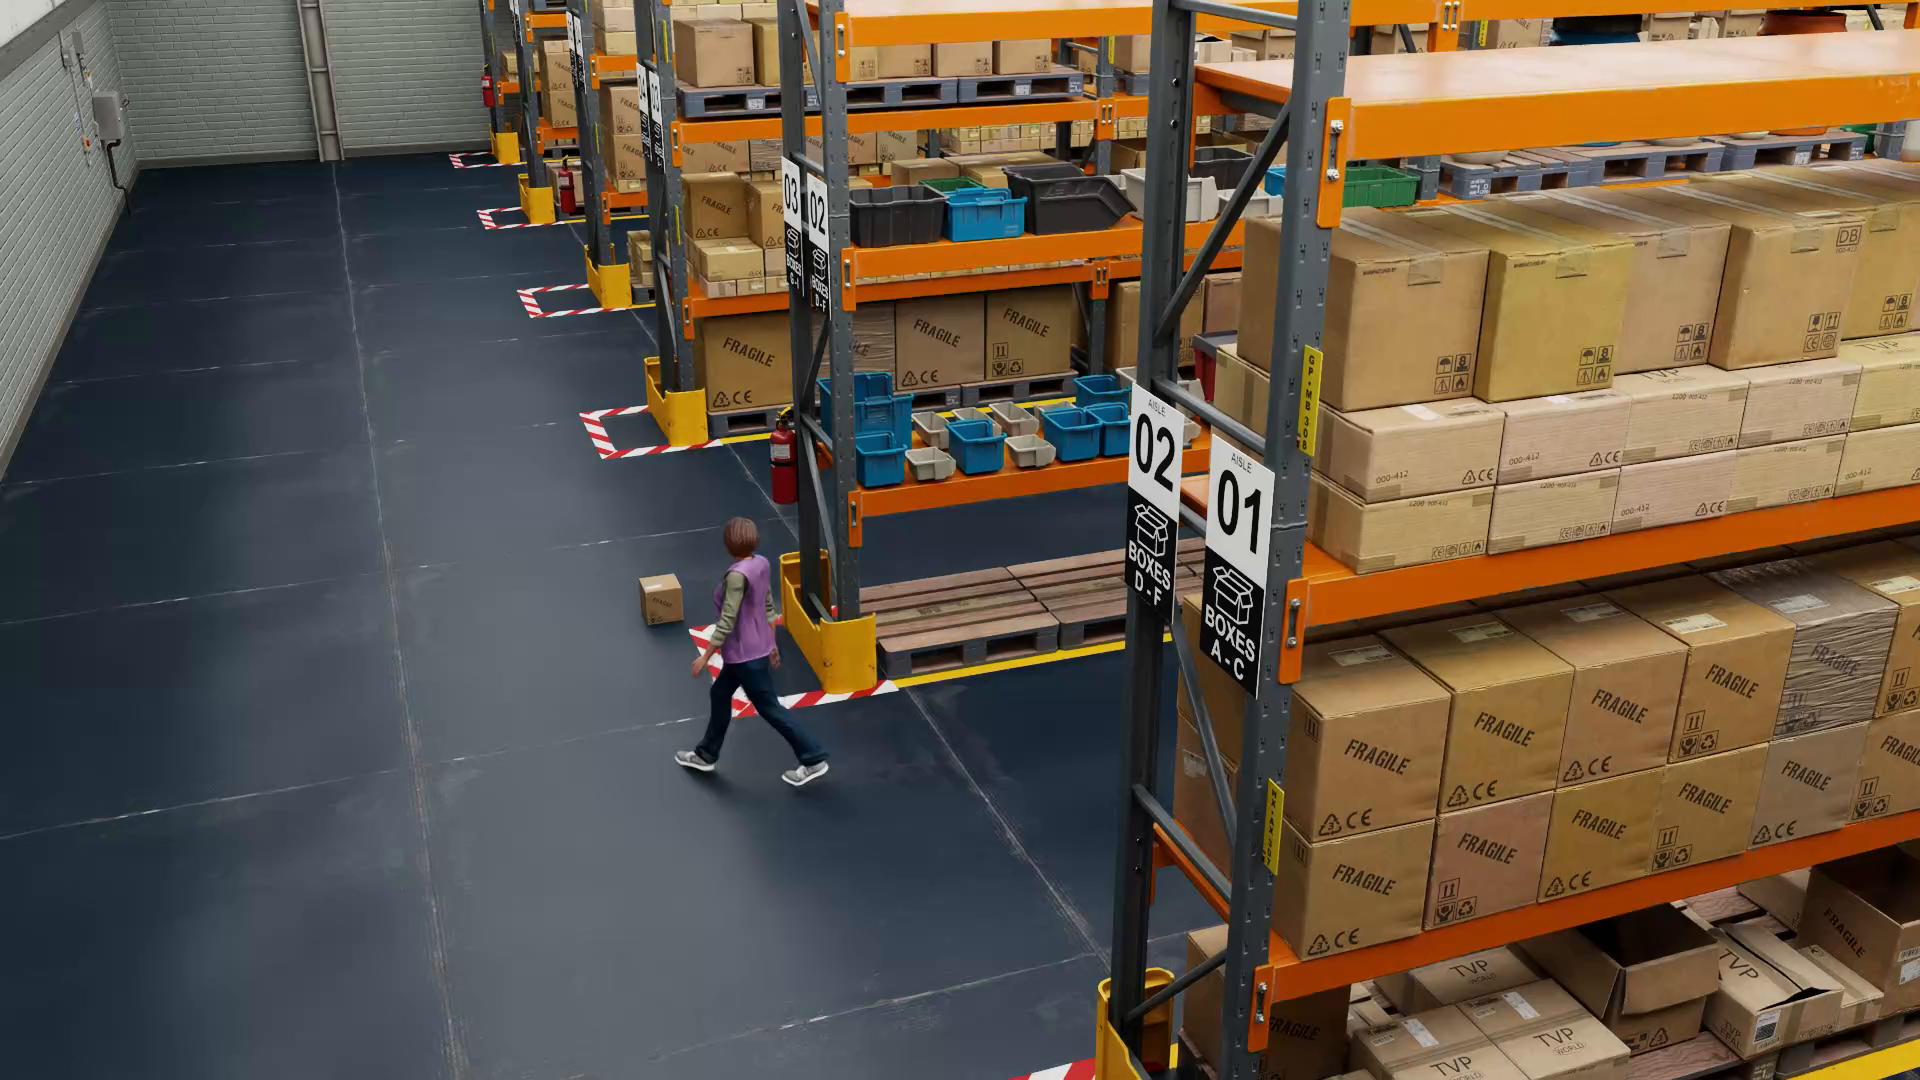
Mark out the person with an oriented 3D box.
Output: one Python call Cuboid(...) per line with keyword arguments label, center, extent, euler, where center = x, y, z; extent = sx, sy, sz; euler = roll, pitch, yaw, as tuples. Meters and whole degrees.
Cuboid(label="person", center=(-1.205, 0.632, 9.334), extent=(0.942, 1.537, 0.486), euler=(3, 23, 7))
